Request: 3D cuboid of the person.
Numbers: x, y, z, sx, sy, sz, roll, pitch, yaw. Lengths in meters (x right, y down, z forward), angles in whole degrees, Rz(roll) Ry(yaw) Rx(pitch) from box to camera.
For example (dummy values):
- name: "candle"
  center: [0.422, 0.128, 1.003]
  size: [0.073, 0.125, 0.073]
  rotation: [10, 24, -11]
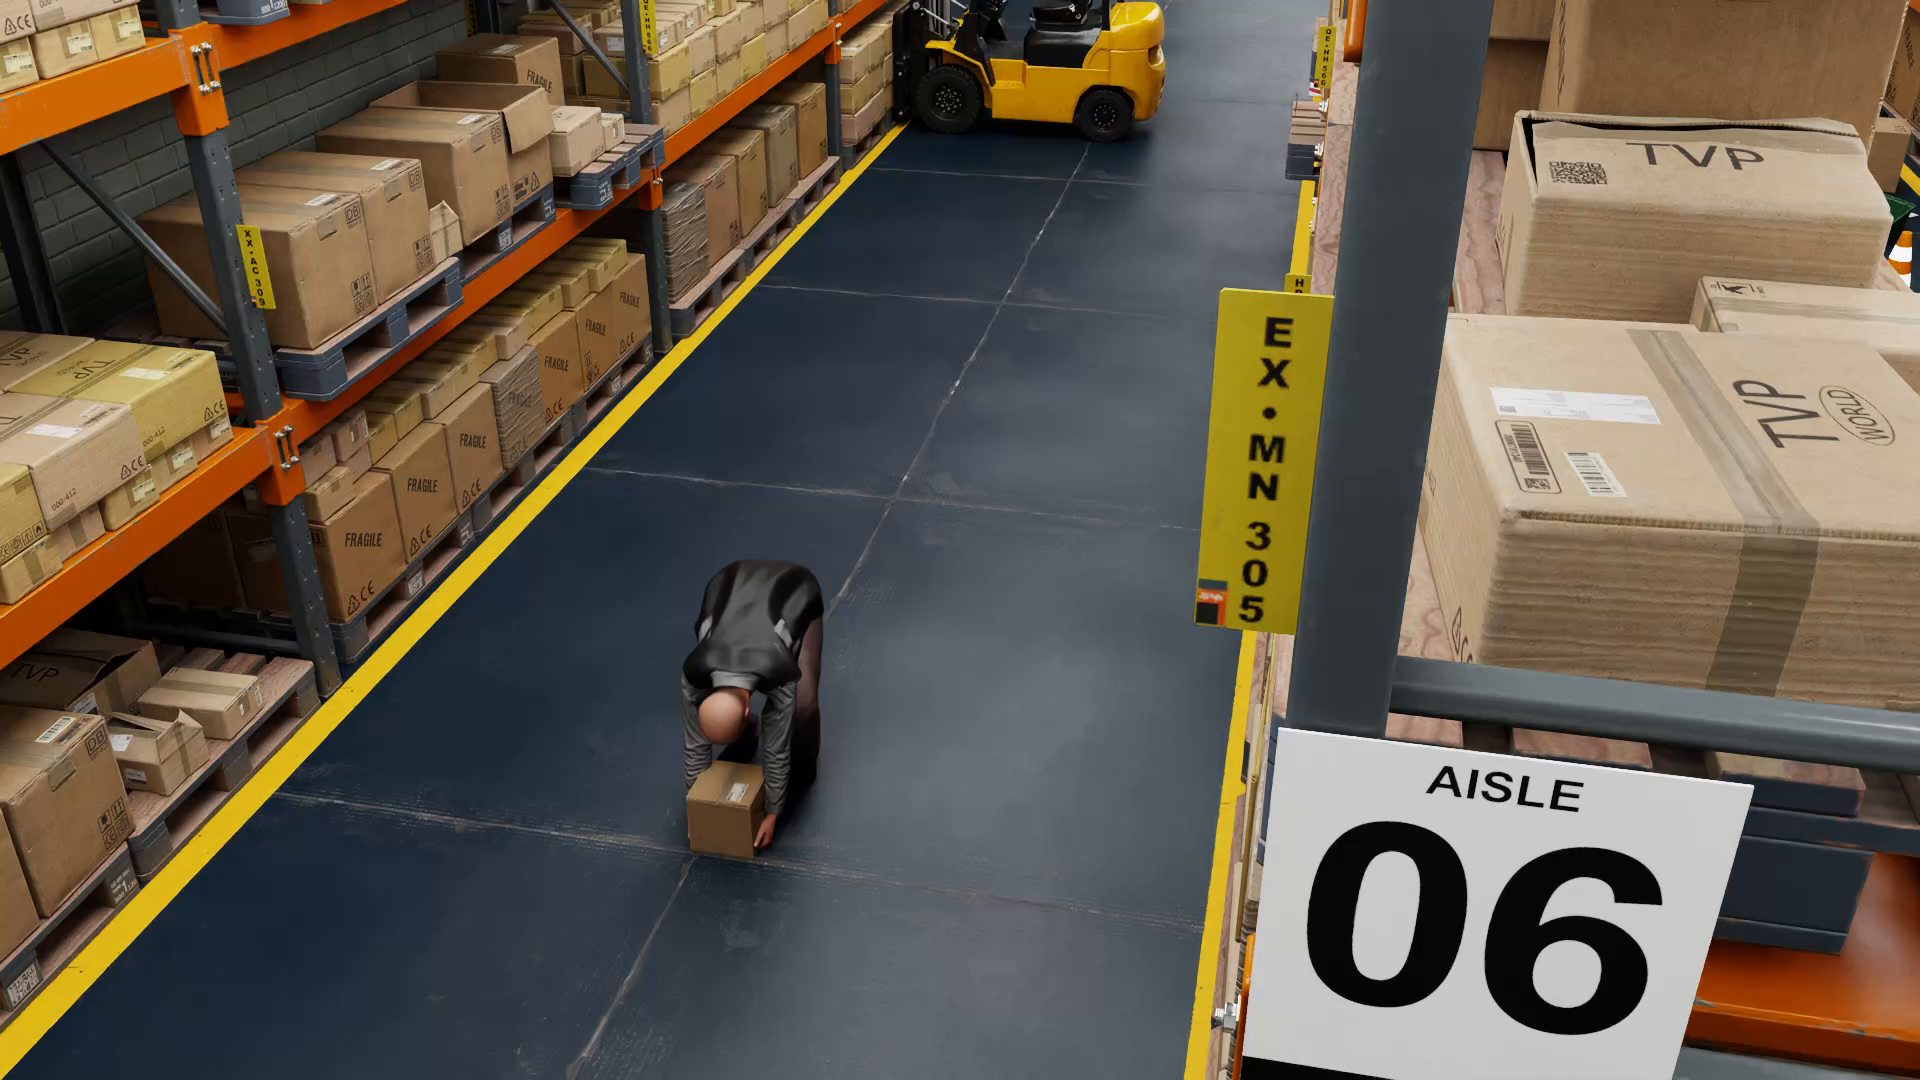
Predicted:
- name: "person"
  center: [-0.799, 0.627, 6.434]
  size: [0.519, 0.849, 0.933]
  rotation: [5, 29, 9]
